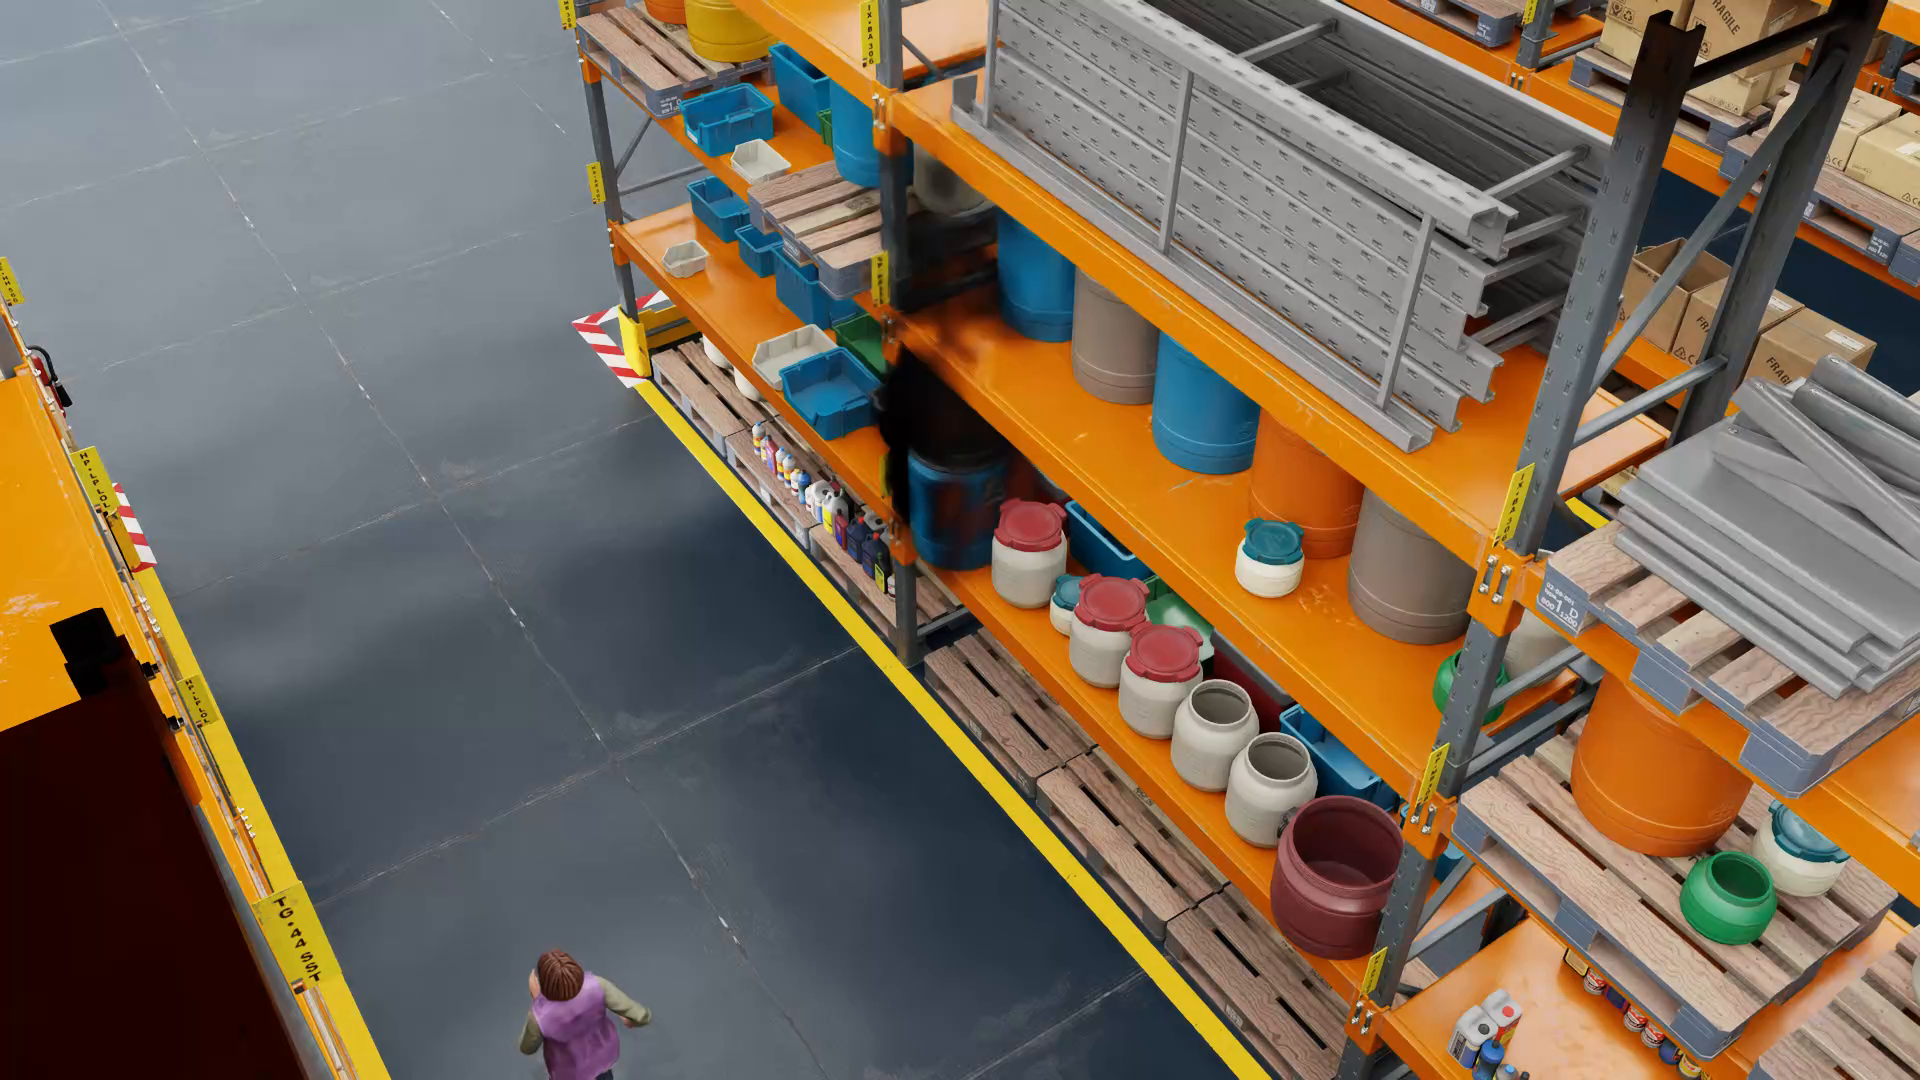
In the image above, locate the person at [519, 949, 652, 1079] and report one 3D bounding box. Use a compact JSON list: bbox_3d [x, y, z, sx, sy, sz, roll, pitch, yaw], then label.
[{"bbox_3d":[-1.704,2.373,7.593,0.684,1.689,0.503,34,52,31],"label":"person"}]
